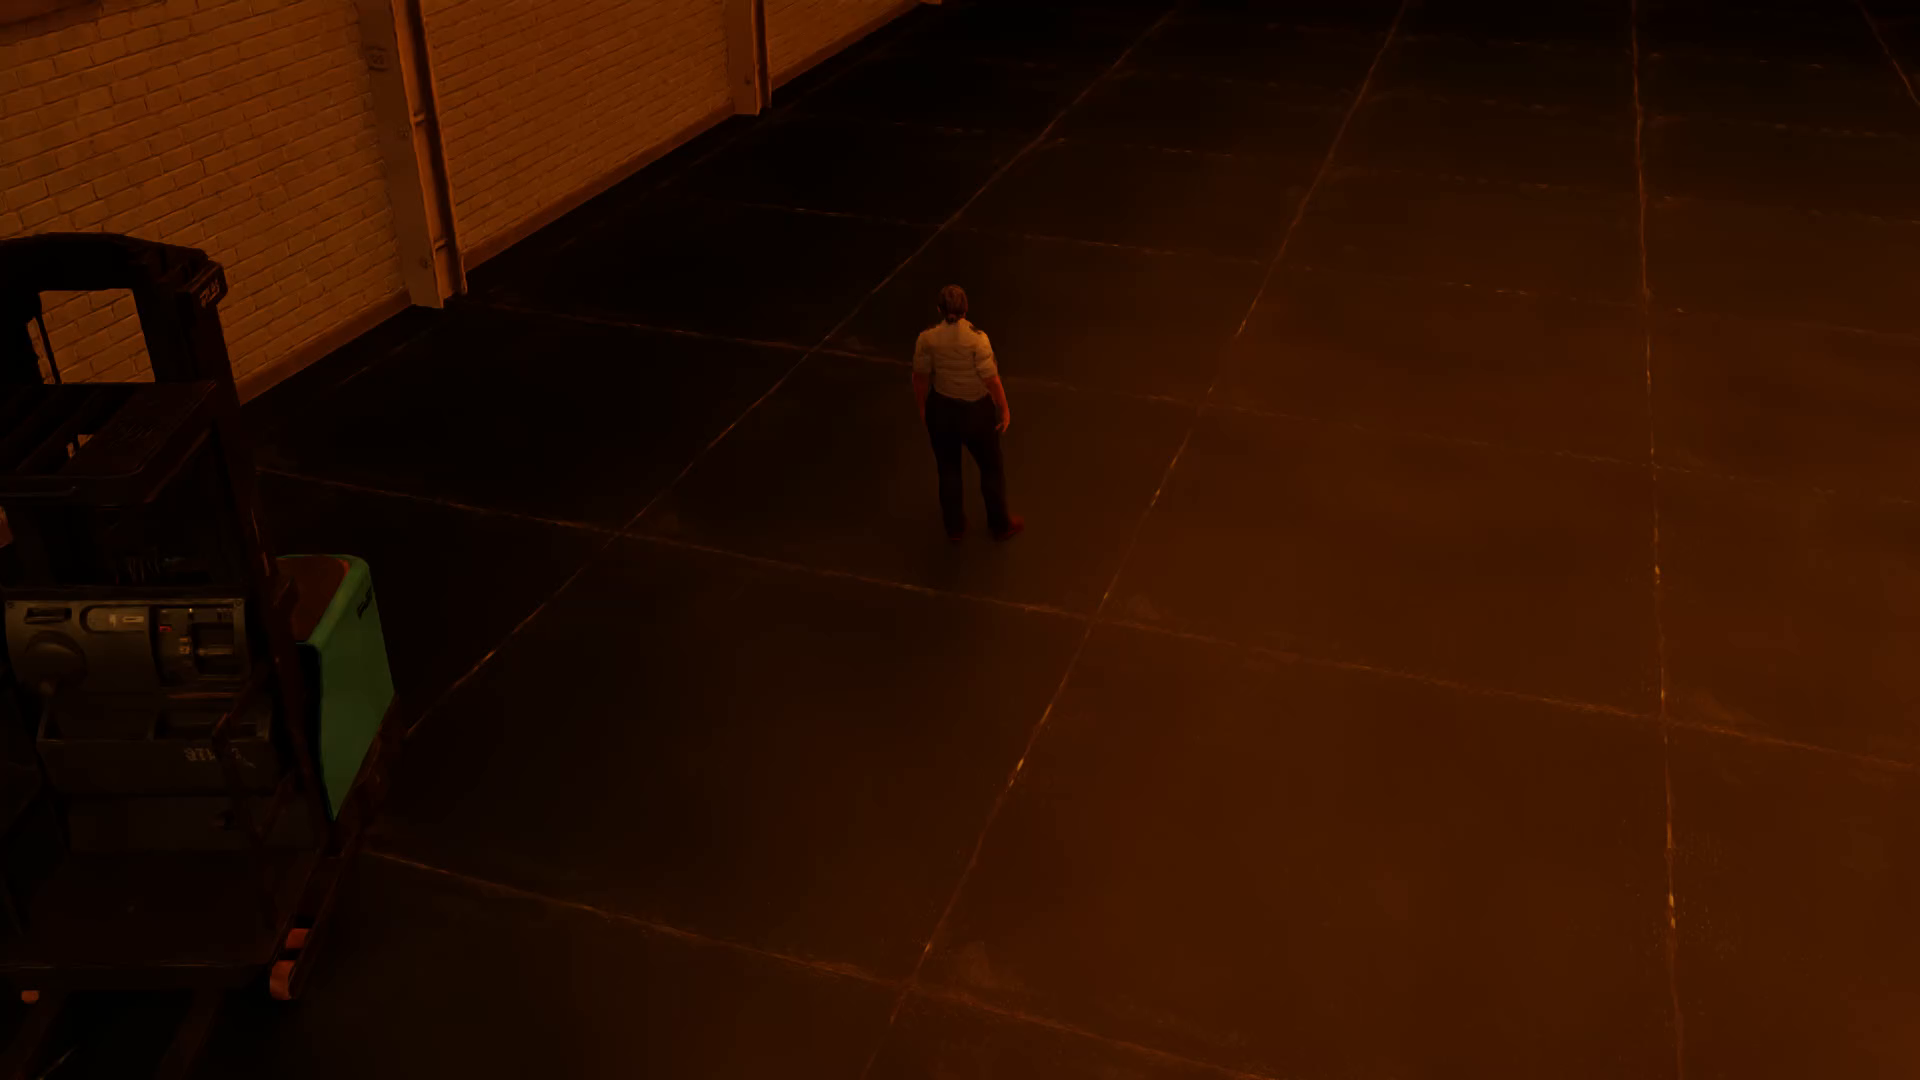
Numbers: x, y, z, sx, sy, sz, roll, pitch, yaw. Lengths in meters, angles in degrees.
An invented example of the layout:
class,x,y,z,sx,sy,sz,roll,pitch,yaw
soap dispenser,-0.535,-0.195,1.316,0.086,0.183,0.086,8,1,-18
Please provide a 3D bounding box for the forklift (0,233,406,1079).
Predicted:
class,x,y,z,sx,sy,sz,roll,pitch,yaw
forklift,-3.252,0.459,6.332,1.130,2.935,3.031,-1,30,-1

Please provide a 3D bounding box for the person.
class,x,y,z,sx,sy,sz,roll,pitch,yaw
person,0.051,-0.757,9.754,0.599,1.642,0.502,10,31,16
